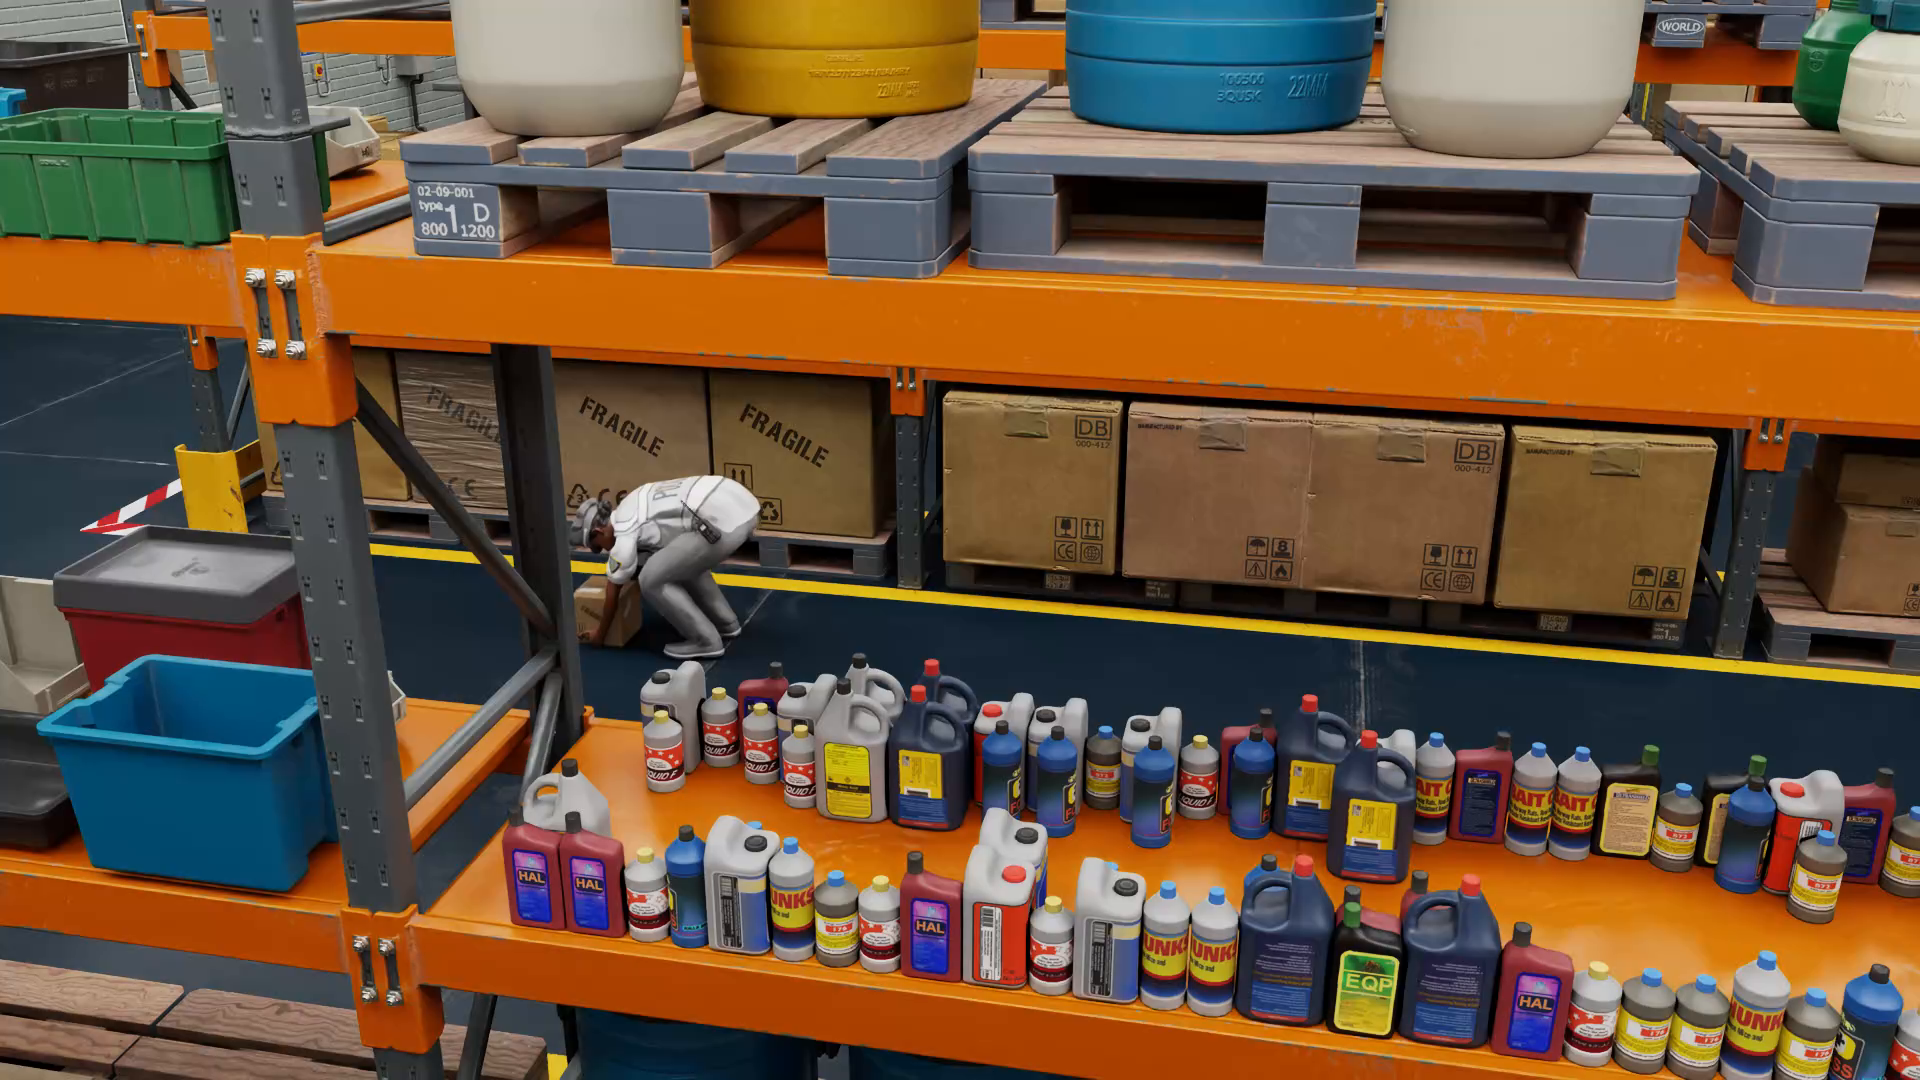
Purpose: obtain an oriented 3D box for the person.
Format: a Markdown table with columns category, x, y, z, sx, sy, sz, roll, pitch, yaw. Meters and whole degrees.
| category | x | y | z | sx | sy | sz | roll | pitch | yaw |
| --- | --- | --- | --- | --- | --- | --- | --- | --- | --- |
| person | -1.277 | -0.278 | 7.742 | 0.497 | 1.692 | 0.470 | 4 | 22 | 11 |
